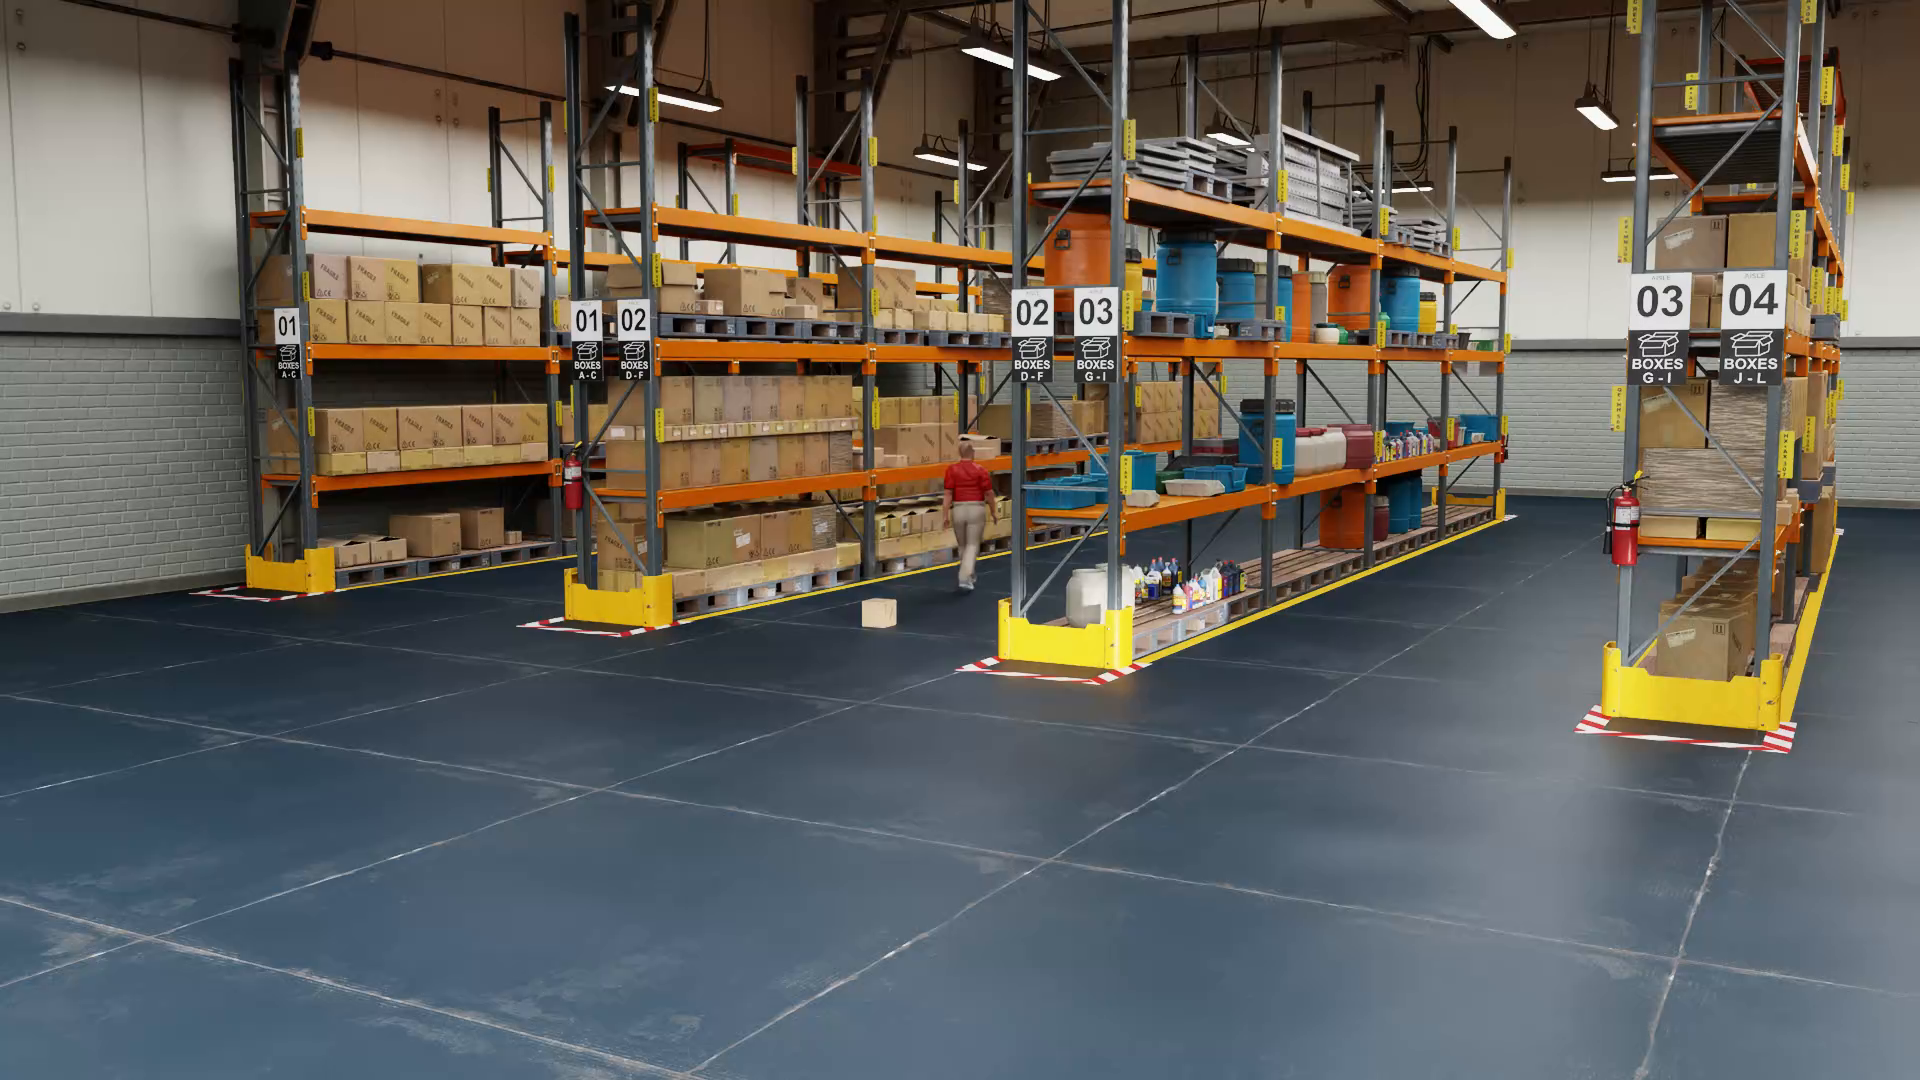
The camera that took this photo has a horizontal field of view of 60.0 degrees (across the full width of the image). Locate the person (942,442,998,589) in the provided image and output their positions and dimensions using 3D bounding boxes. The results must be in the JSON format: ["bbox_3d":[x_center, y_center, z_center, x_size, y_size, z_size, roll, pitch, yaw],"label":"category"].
[{"bbox_3d":[0.125,-0.288,18.996,0.566,1.669,1.039,2,6,18],"label":"person"}]
